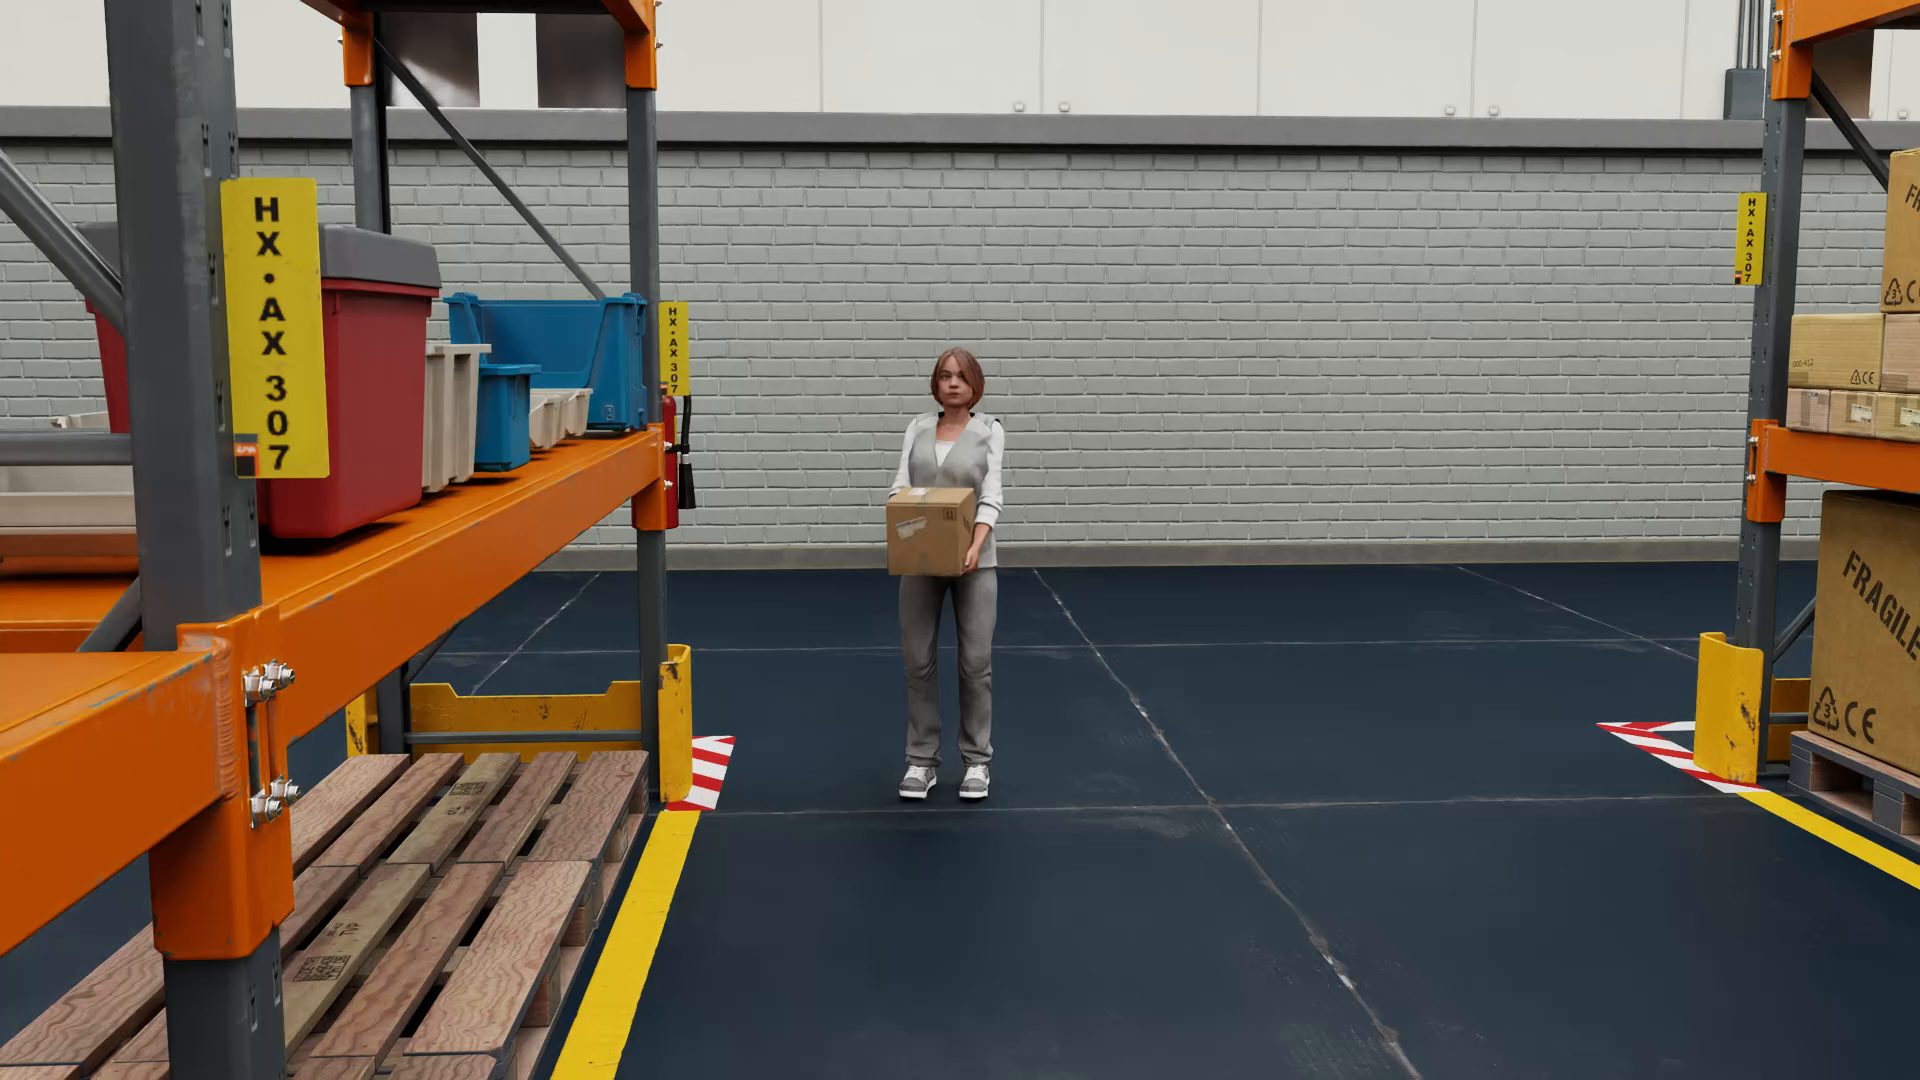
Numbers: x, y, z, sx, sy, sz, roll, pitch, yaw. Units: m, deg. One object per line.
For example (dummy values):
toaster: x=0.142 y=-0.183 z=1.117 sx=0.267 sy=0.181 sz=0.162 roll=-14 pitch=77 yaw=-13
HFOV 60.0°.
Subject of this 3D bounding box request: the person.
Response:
person: x=-0.053 y=0.122 z=5.837 sx=0.406 sy=1.588 sz=0.495 roll=1 pitch=7 yaw=12
